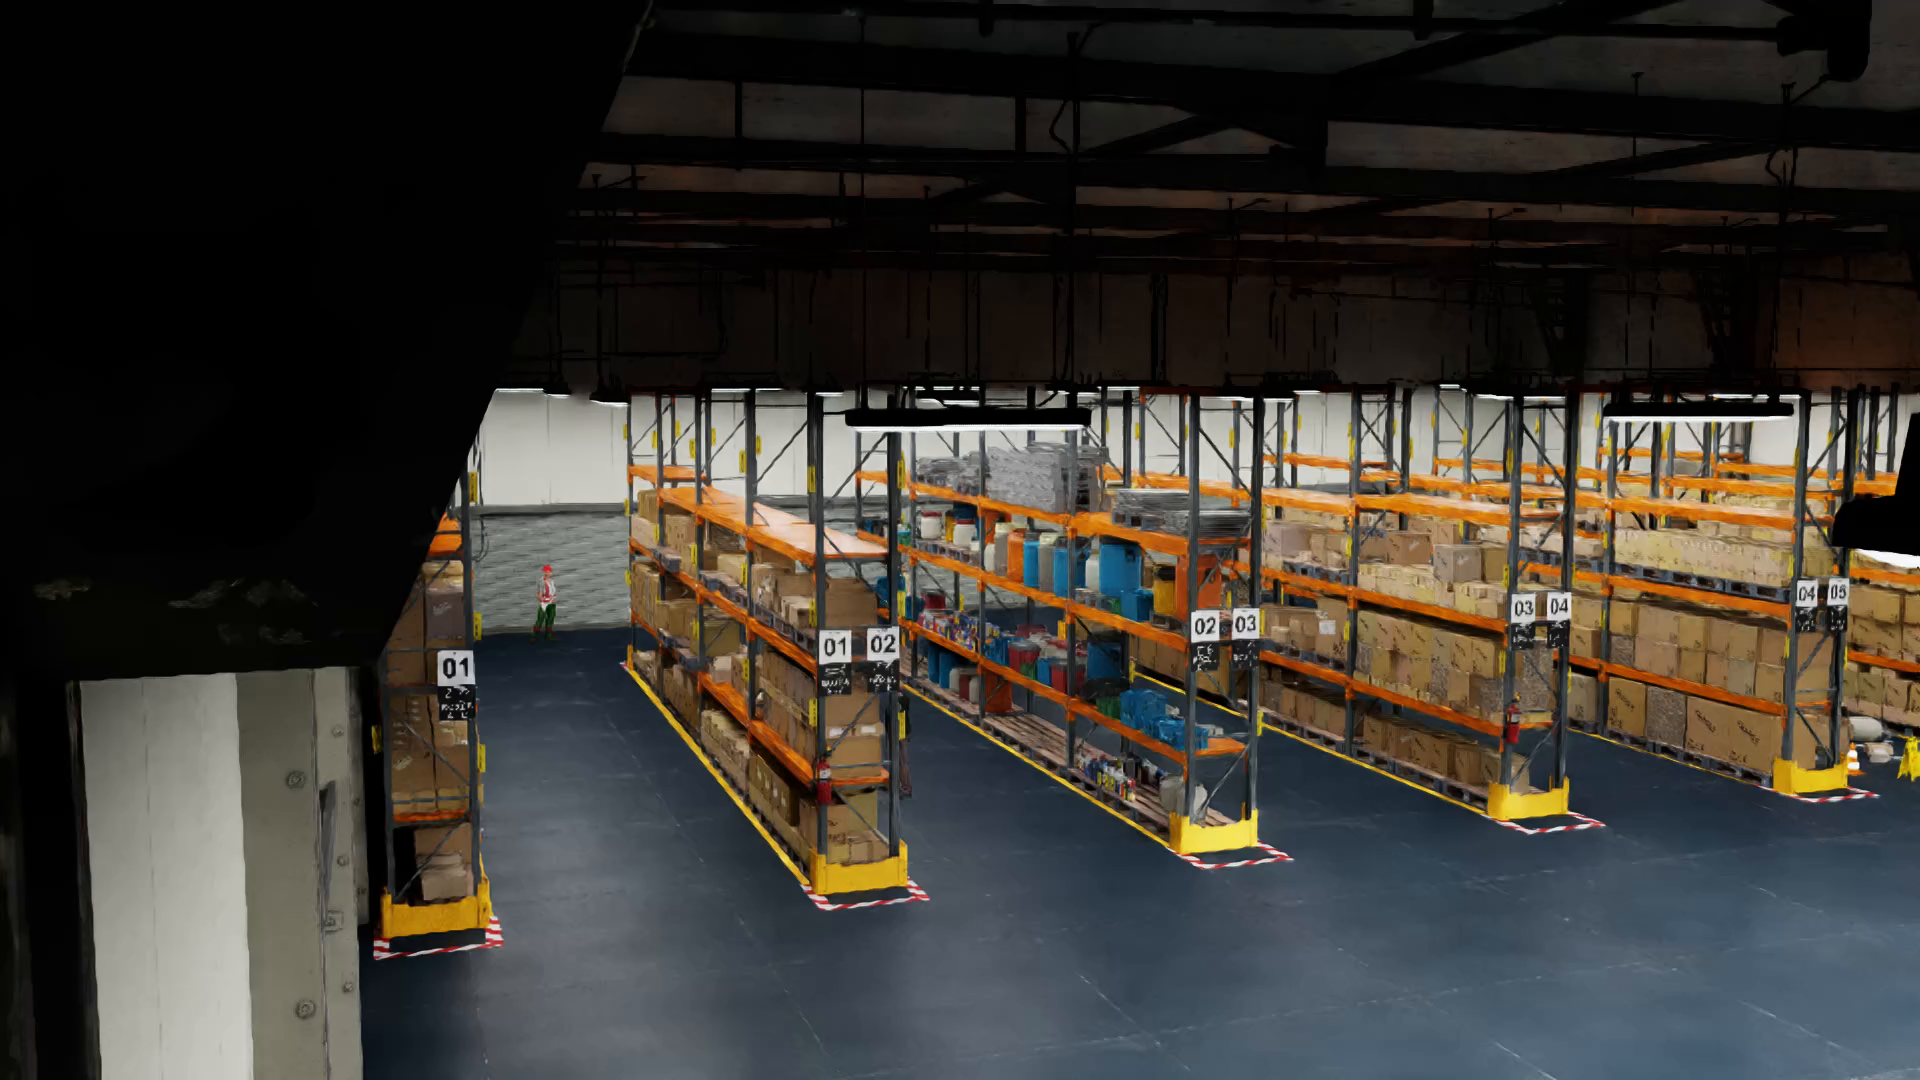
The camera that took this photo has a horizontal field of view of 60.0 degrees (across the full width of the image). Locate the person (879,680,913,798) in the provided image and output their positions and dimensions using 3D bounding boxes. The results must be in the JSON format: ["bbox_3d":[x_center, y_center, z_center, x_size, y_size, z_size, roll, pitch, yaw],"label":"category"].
[{"bbox_3d":[-0.954,2.919,24.679,0.576,1.709,0.626,1,6,13],"label":"person"}]

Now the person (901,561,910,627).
[{"bbox_3d":[-1.433,1.307,40.864,0.446,1.591,1.110,-2,6,-21],"label":"person"}]

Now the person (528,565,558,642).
[{"bbox_3d":[-9.669,1.479,38.502,0.494,1.779,0.713,3,7,25],"label":"person"}]
